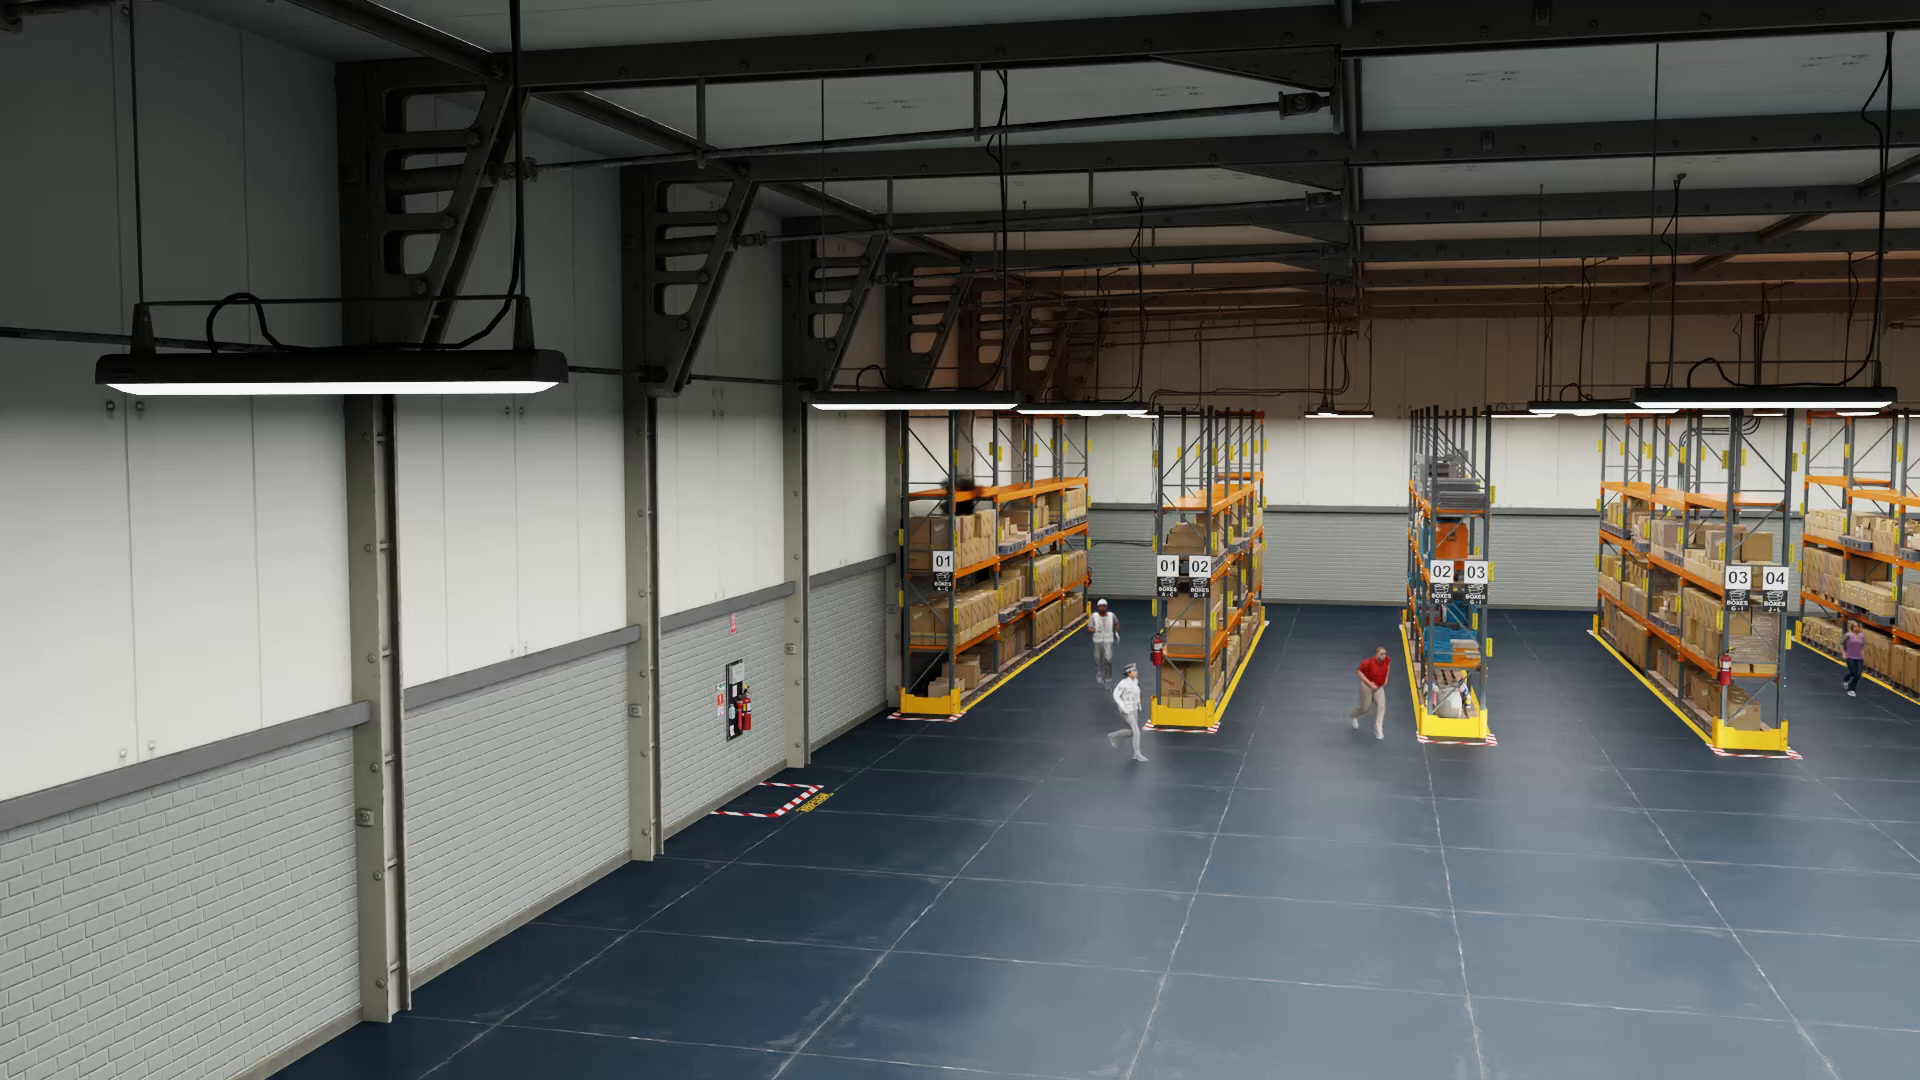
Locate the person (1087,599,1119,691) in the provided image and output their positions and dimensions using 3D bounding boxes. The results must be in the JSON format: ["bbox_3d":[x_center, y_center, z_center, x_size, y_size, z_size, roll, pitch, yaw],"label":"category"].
[{"bbox_3d":[2.927,2.142,33.937,0.656,1.866,0.713,0,4,4],"label":"person"}]

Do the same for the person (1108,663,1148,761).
[{"bbox_3d":[2.828,2.890,28.097,0.714,1.677,0.643,3,5,36],"label":"person"}]

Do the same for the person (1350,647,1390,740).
[{"bbox_3d":[7.476,2.744,30.325,0.694,1.697,1.027,-2,4,-21],"label":"person"}]

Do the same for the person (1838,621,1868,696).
[{"bbox_3d":[18.583,2.470,34.554,0.531,1.557,0.539,1,4,8],"label":"person"}]
